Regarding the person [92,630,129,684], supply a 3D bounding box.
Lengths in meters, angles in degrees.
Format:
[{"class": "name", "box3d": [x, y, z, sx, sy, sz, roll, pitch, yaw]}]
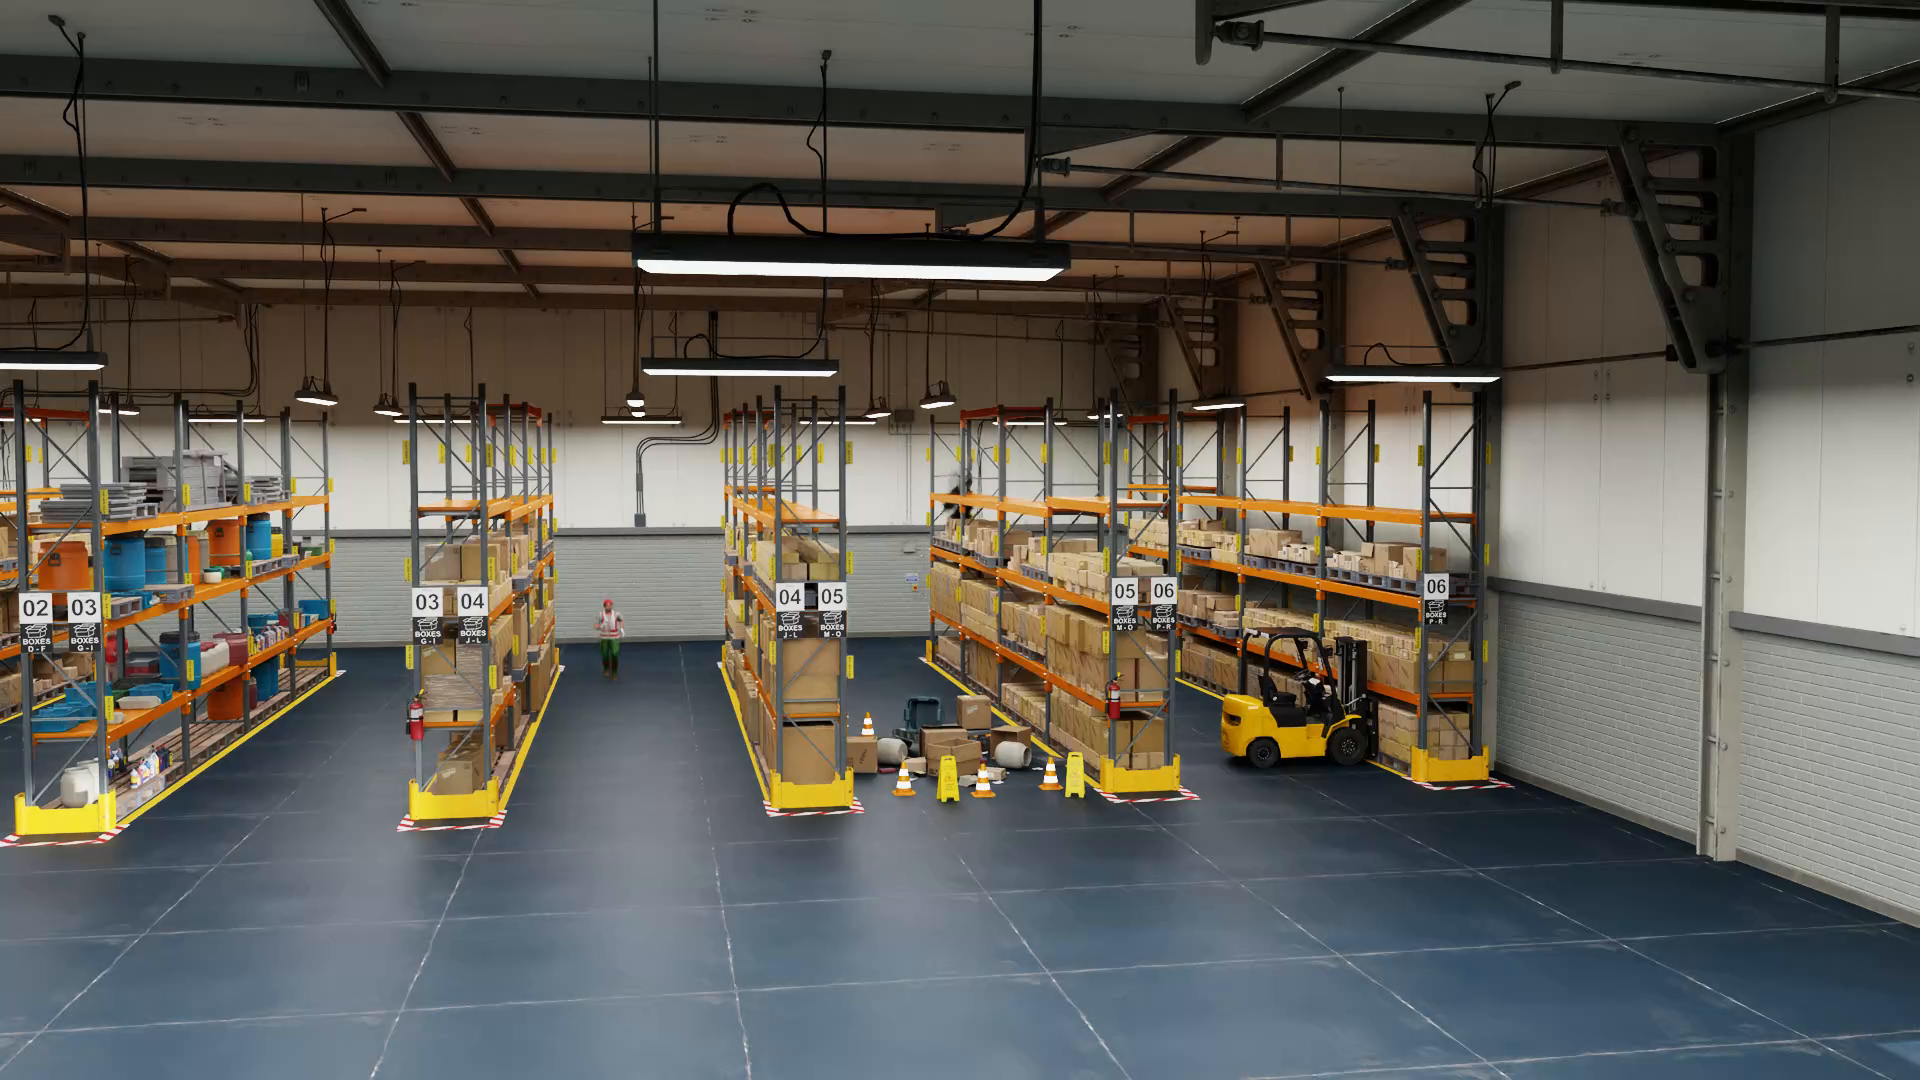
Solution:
[{"class": "person", "box3d": [-16.378, 2.495, 32.055, 0.663, 1.713, 0.991, -1, 3, -21]}]

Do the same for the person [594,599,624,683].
[{"class": "person", "box3d": [-7.788, 2.212, 36.921, 0.663, 1.807, 0.941, -1, 3, -13]}]
